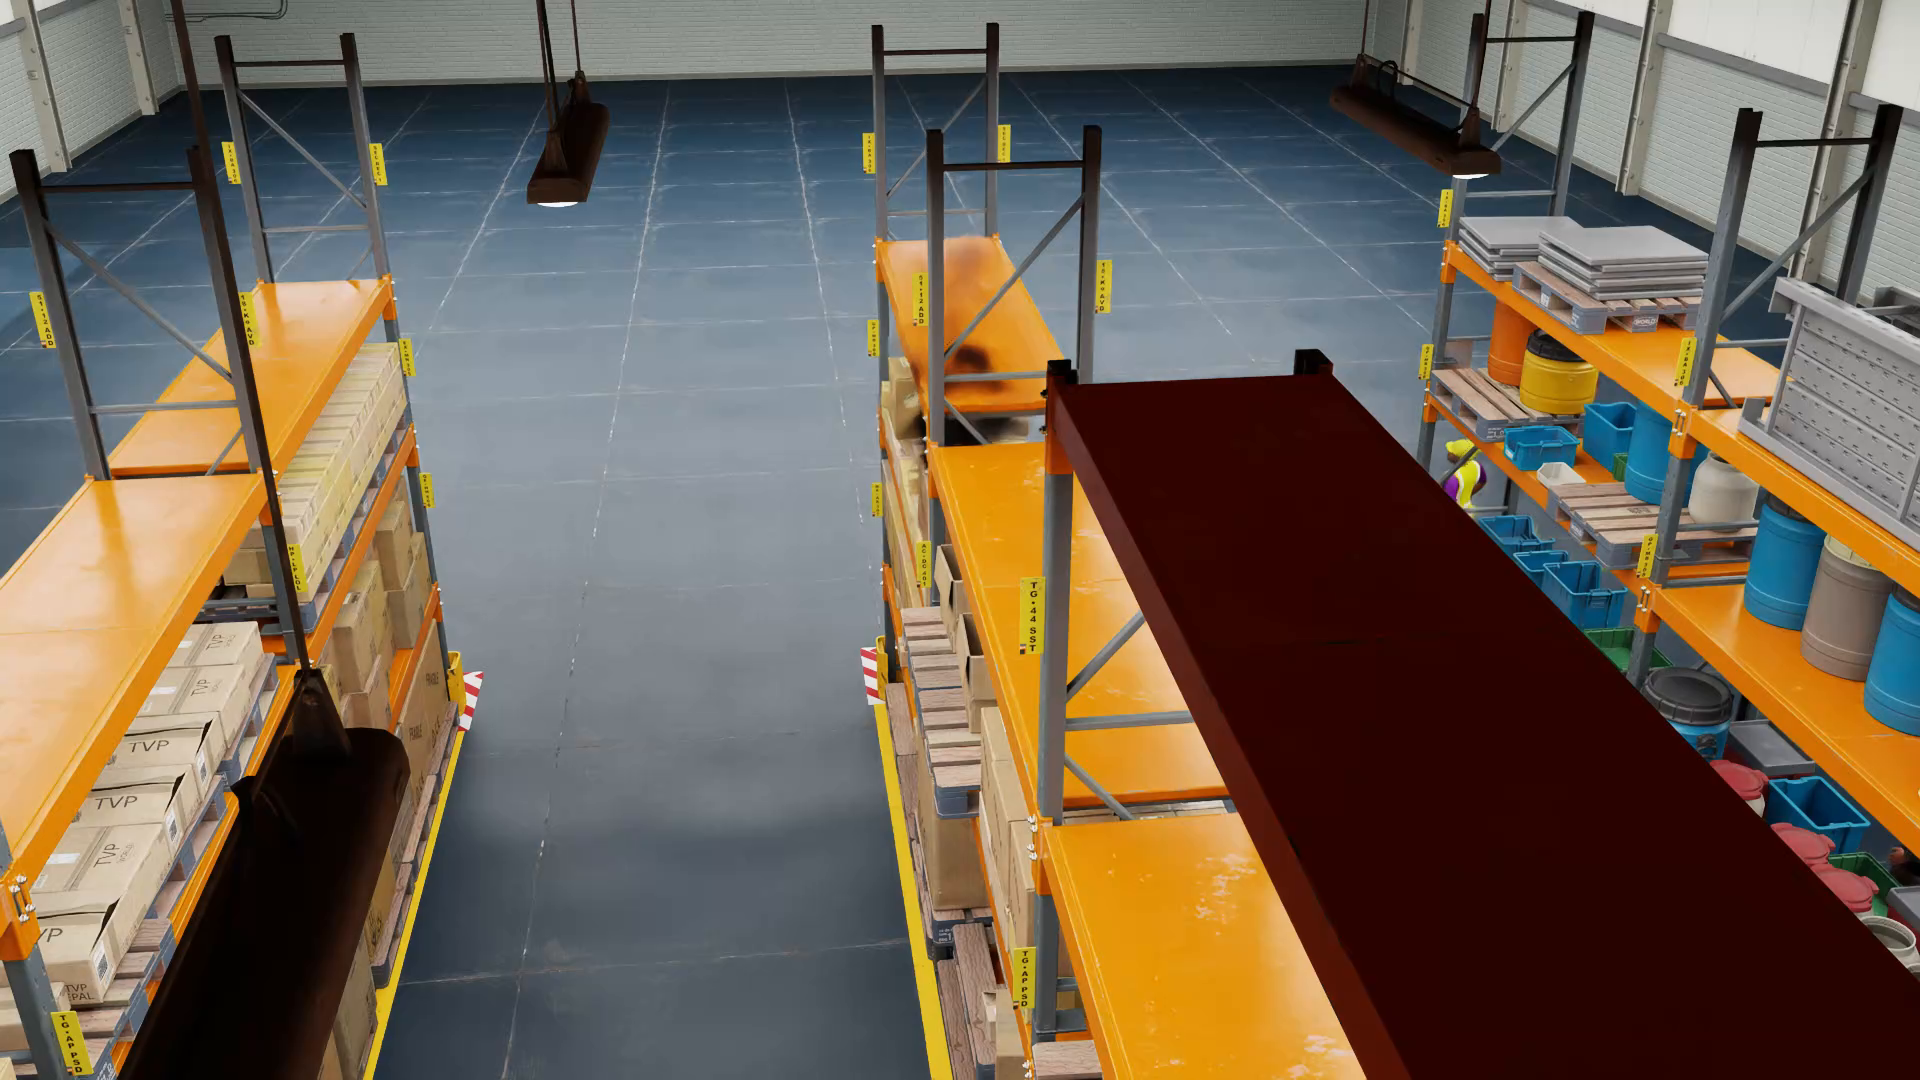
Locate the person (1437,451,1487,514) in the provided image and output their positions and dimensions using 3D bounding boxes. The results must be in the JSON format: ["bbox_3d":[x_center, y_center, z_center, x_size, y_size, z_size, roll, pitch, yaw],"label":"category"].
[{"bbox_3d":[5.046,-0.607,16.967,0.407,0.902,0.754,23,34,39],"label":"person"}]

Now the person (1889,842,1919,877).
[{"bbox_3d":[6.783,1.887,11.527,0.669,0.830,0.585,-6,26,-13],"label":"person"}]
